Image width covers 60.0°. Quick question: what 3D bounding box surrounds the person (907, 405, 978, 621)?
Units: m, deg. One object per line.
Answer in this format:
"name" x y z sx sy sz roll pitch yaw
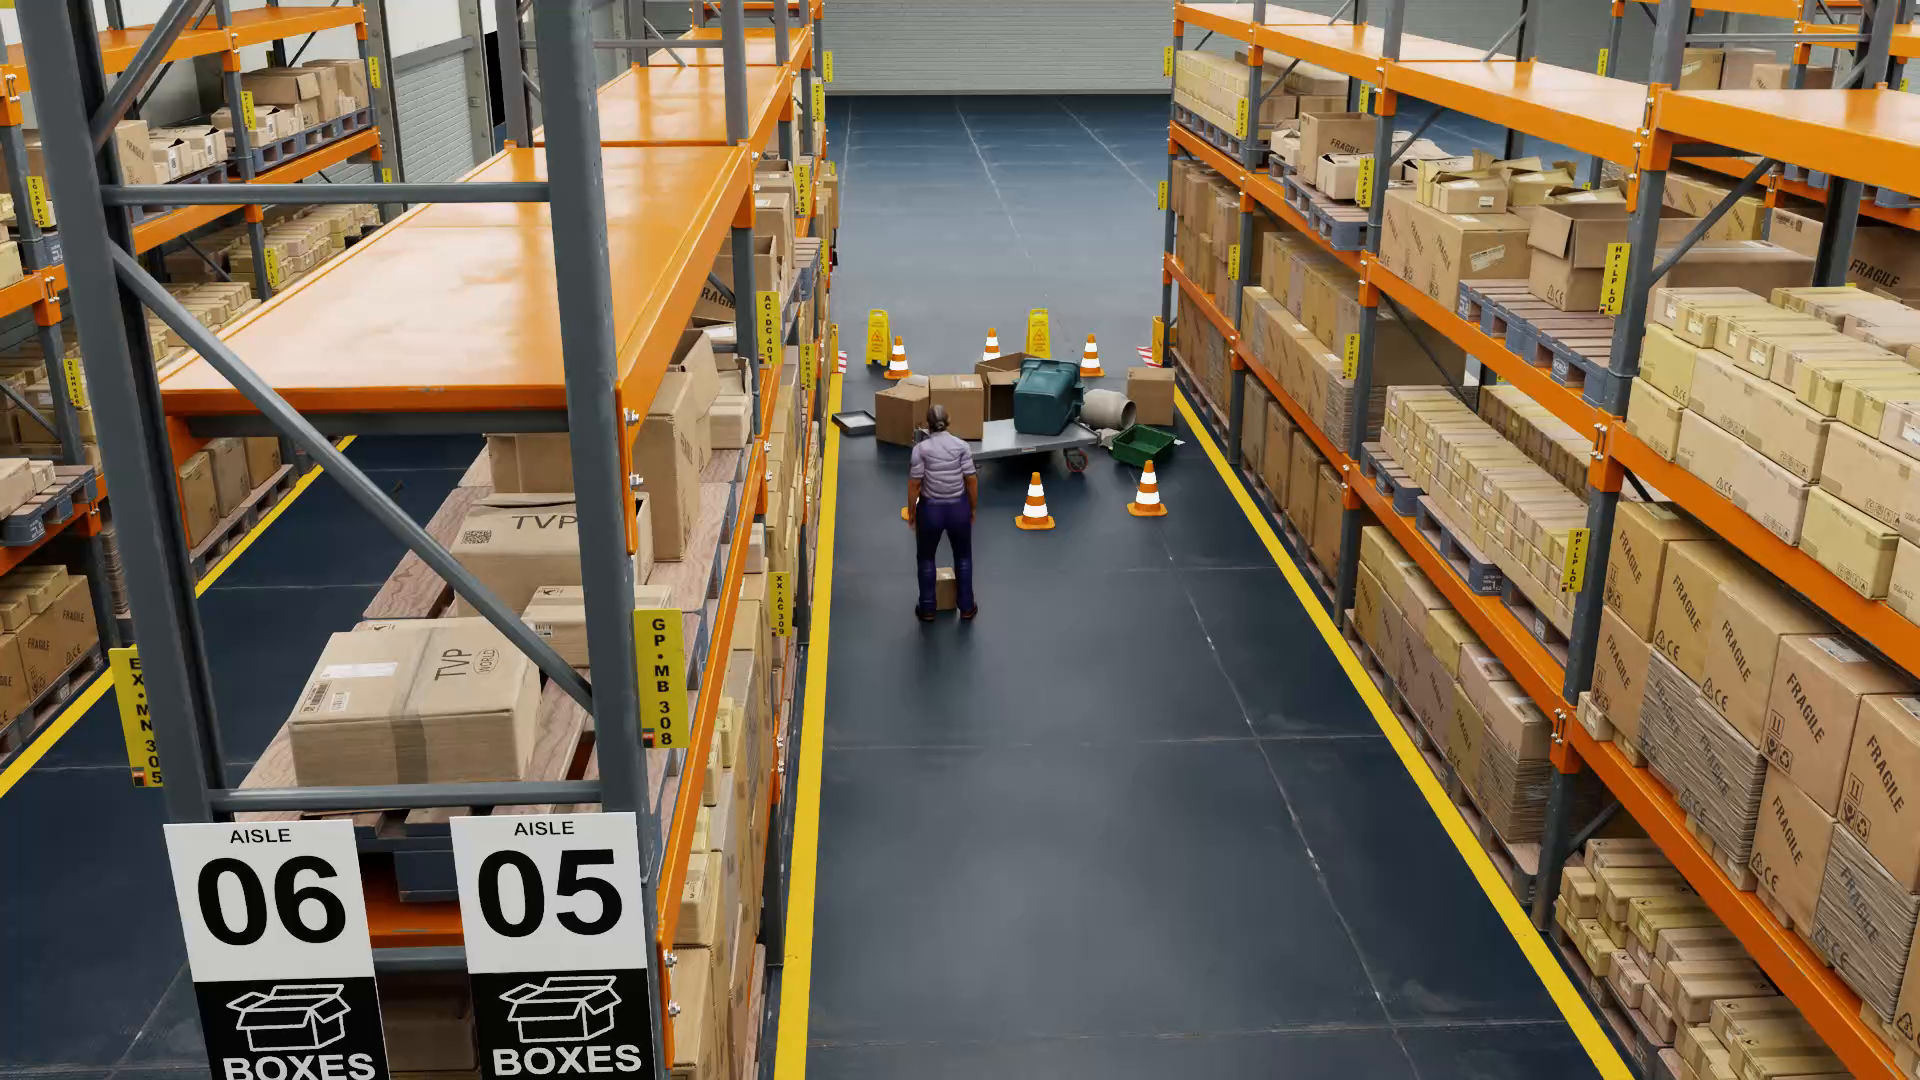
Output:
"person" -0.121 -0.192 12.425 0.550 1.649 0.375 -3 21 -8
